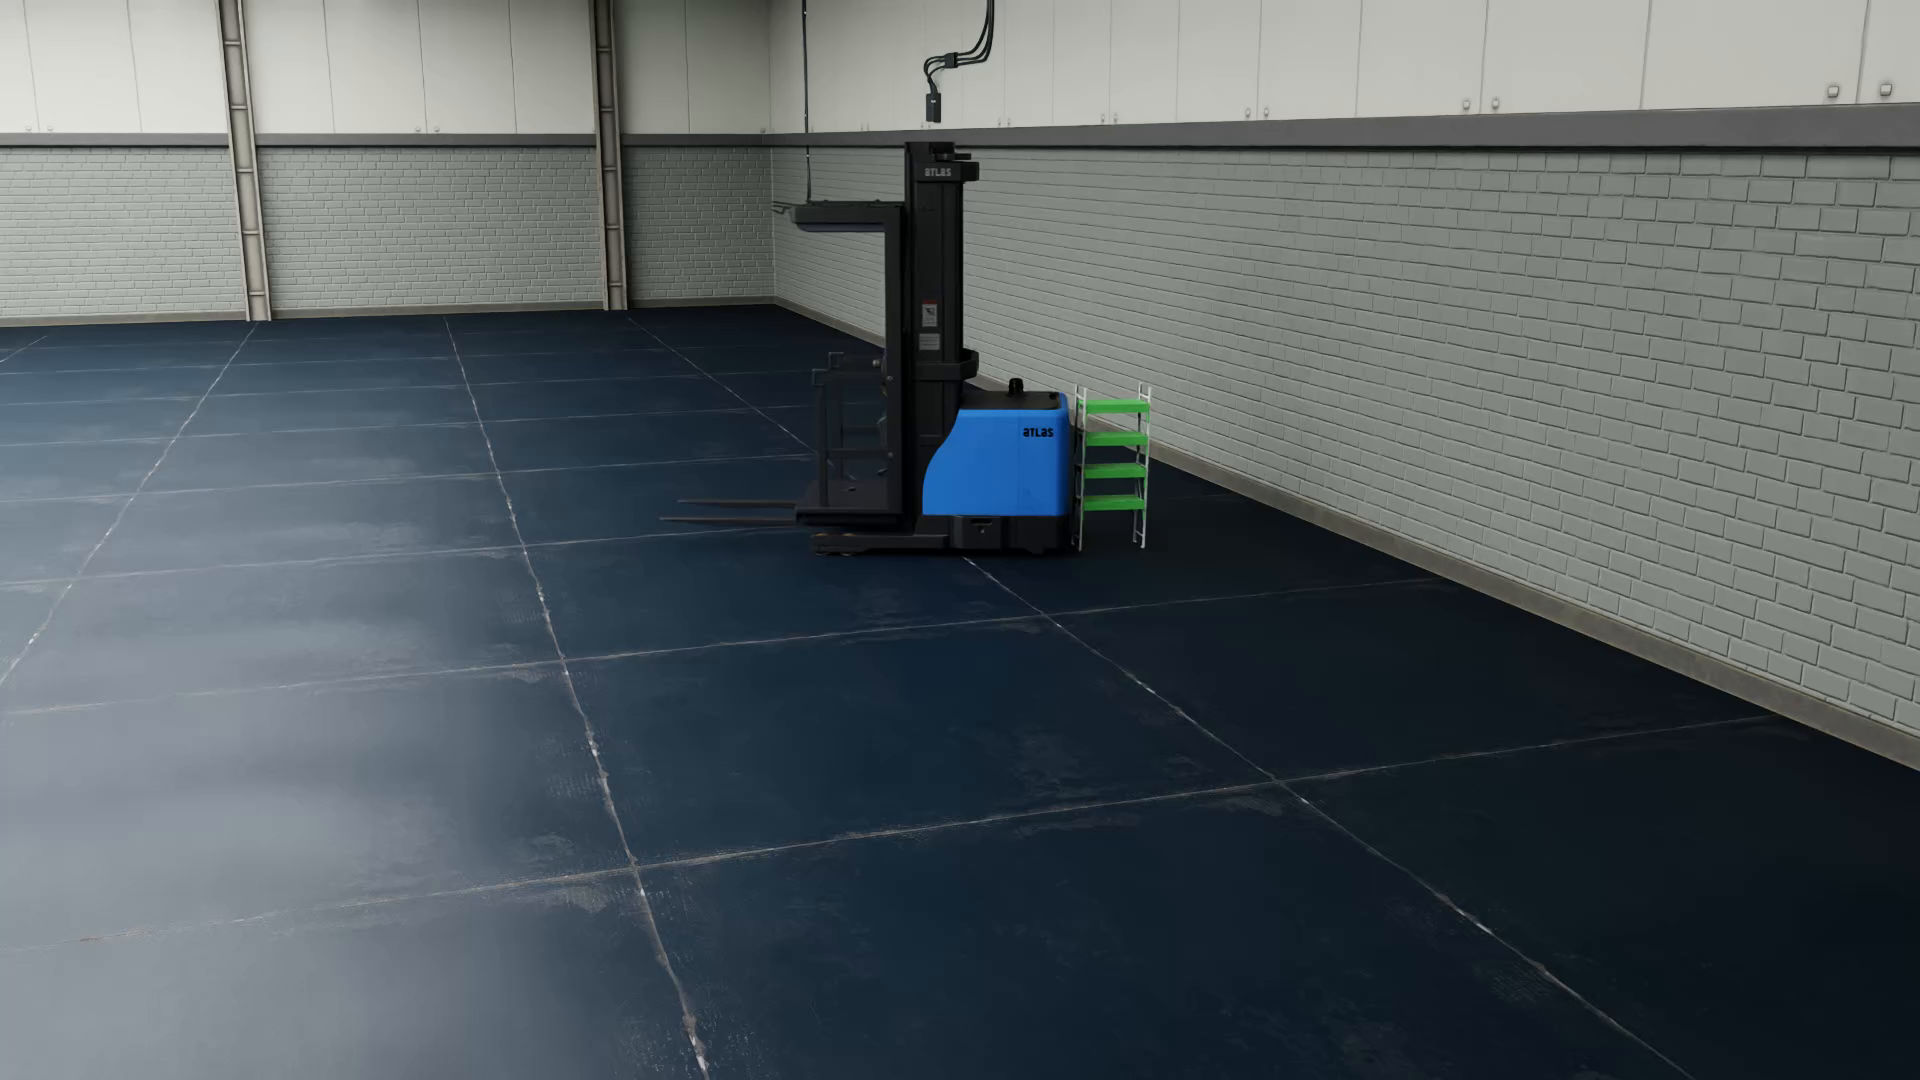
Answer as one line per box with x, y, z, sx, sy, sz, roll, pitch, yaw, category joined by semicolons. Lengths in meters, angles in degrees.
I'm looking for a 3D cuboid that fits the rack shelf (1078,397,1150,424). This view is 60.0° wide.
1.117;-0.948;12.167;0.480;0.148;0.258;-2;14;-12;rack shelf

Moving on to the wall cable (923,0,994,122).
-0.037;-8.074;19.740;0.169;6.003;2.305;-4;14;-18;wall cable

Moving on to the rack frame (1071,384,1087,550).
0.872;-0.536;12.212;0.015;1.200;0.240;-2;14;-12;rack frame

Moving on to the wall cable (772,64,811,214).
-3.050;-6.993;29.251;0.112;2.526;3.097;-4;14;-18;wall cable

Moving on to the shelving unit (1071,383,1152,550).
1.111;-0.544;12.263;0.503;1.200;0.258;-2;14;-12;shelving unit

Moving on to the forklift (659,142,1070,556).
-0.702;-1.428;12.259;3.031;2.935;1.130;1;13;2;forklift

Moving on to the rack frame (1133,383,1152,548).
1.349;-0.551;12.313;0.015;1.200;0.240;-2;14;-12;rack frame

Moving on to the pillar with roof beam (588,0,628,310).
-4.891;-7.632;25.227;0.400;9.000;9.100;-4;14;-18;pillar with roof beam

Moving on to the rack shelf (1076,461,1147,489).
1.110;-0.481;12.277;0.480;0.148;0.258;-2;14;-12;rack shelf

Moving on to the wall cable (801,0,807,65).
-2.187;-8.856;26.172;0.112;2.526;3.097;-4;14;-18;wall cable

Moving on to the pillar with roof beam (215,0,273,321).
-10.578;-7.189;23.366;0.400;9.000;9.100;-4;14;-18;pillar with roof beam

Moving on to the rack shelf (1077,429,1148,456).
1.114;-0.715;12.222;0.480;0.148;0.258;-2;14;-12;rack shelf

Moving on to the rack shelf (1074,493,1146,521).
1.106;-0.248;12.333;0.480;0.148;0.258;-2;14;-12;rack shelf
